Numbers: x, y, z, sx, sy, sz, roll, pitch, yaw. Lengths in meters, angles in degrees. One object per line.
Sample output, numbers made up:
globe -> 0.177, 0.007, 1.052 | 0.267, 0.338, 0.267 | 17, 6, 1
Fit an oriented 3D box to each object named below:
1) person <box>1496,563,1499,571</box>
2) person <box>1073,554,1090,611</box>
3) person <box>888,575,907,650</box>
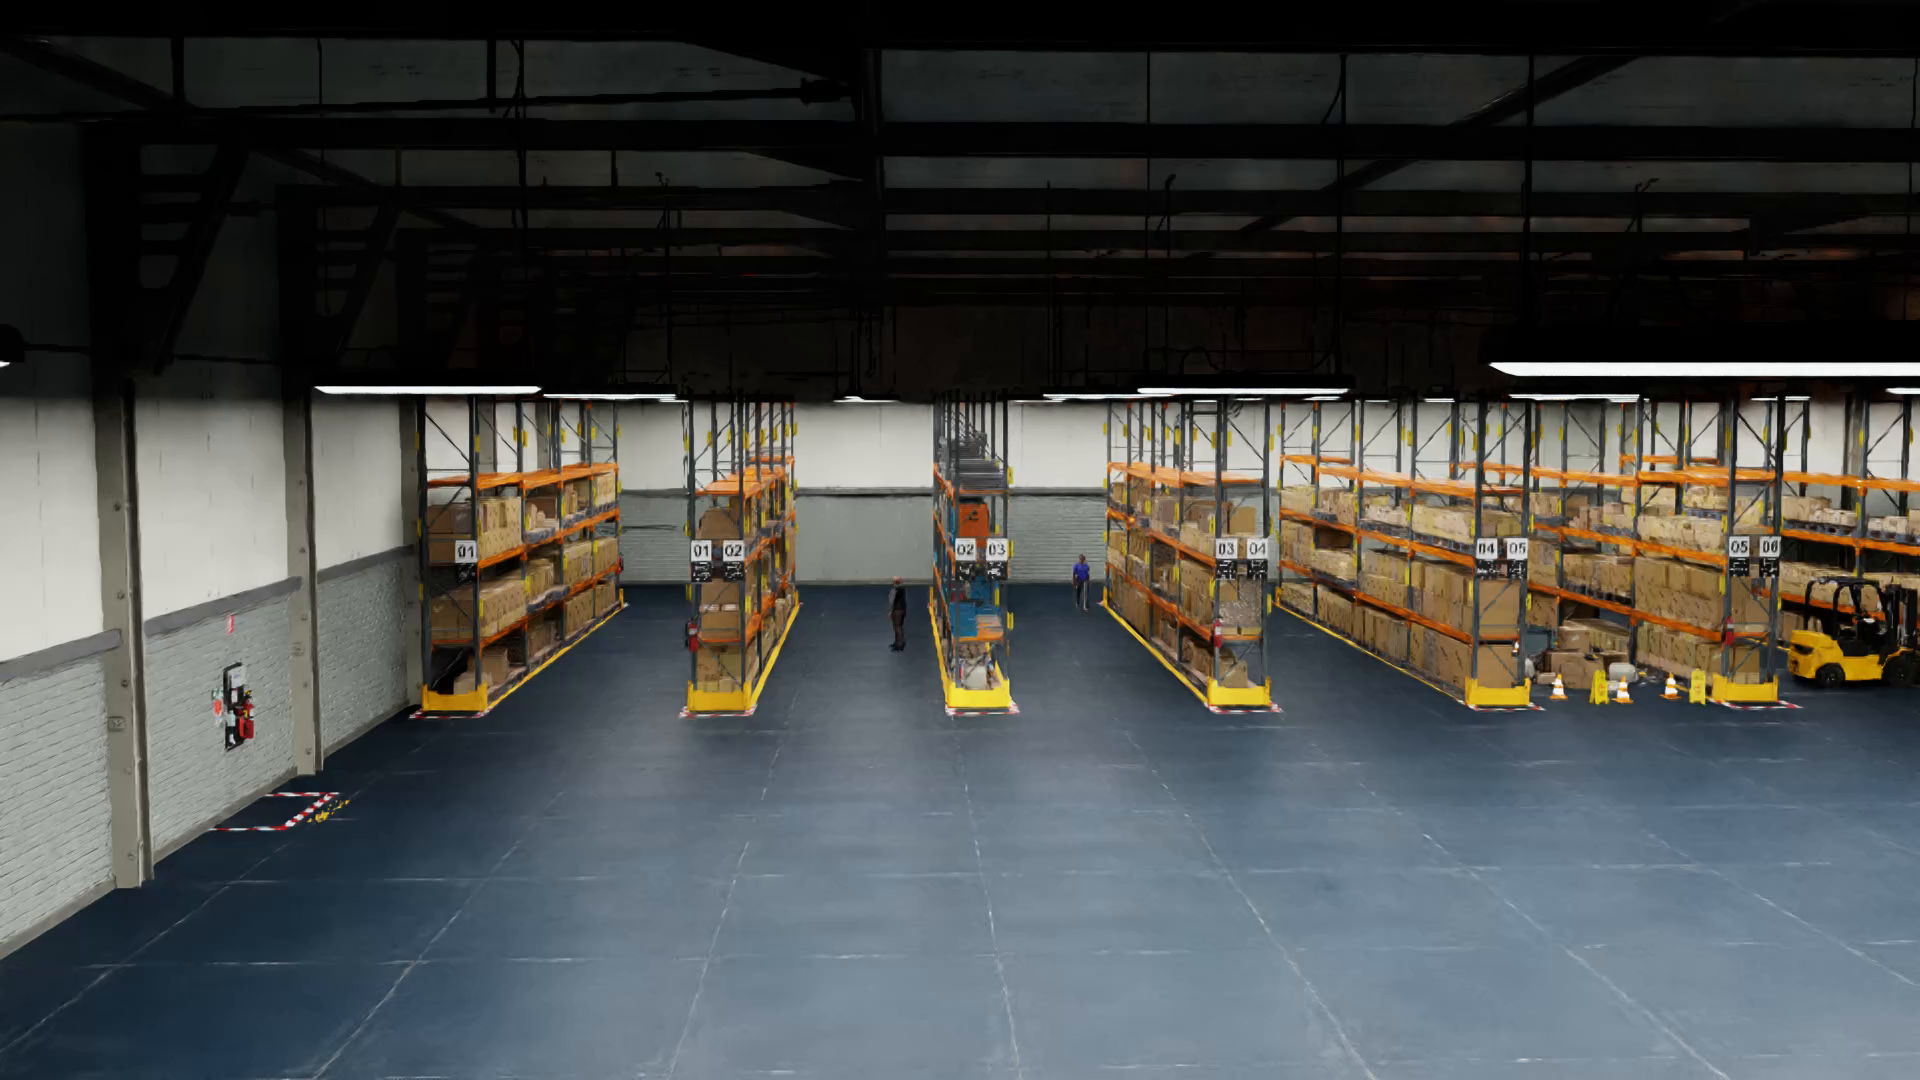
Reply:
person -> 13.423, 1.398, 41.929 | 0.588, 1.784, 0.663 | 1, 5, 17
person -> 3.355, 1.161, 46.110 | 0.447, 1.574, 1.088 | 0, 5, 1
person -> -1.485, 1.686, 38.853 | 0.576, 1.708, 0.626 | 3, 5, 30
